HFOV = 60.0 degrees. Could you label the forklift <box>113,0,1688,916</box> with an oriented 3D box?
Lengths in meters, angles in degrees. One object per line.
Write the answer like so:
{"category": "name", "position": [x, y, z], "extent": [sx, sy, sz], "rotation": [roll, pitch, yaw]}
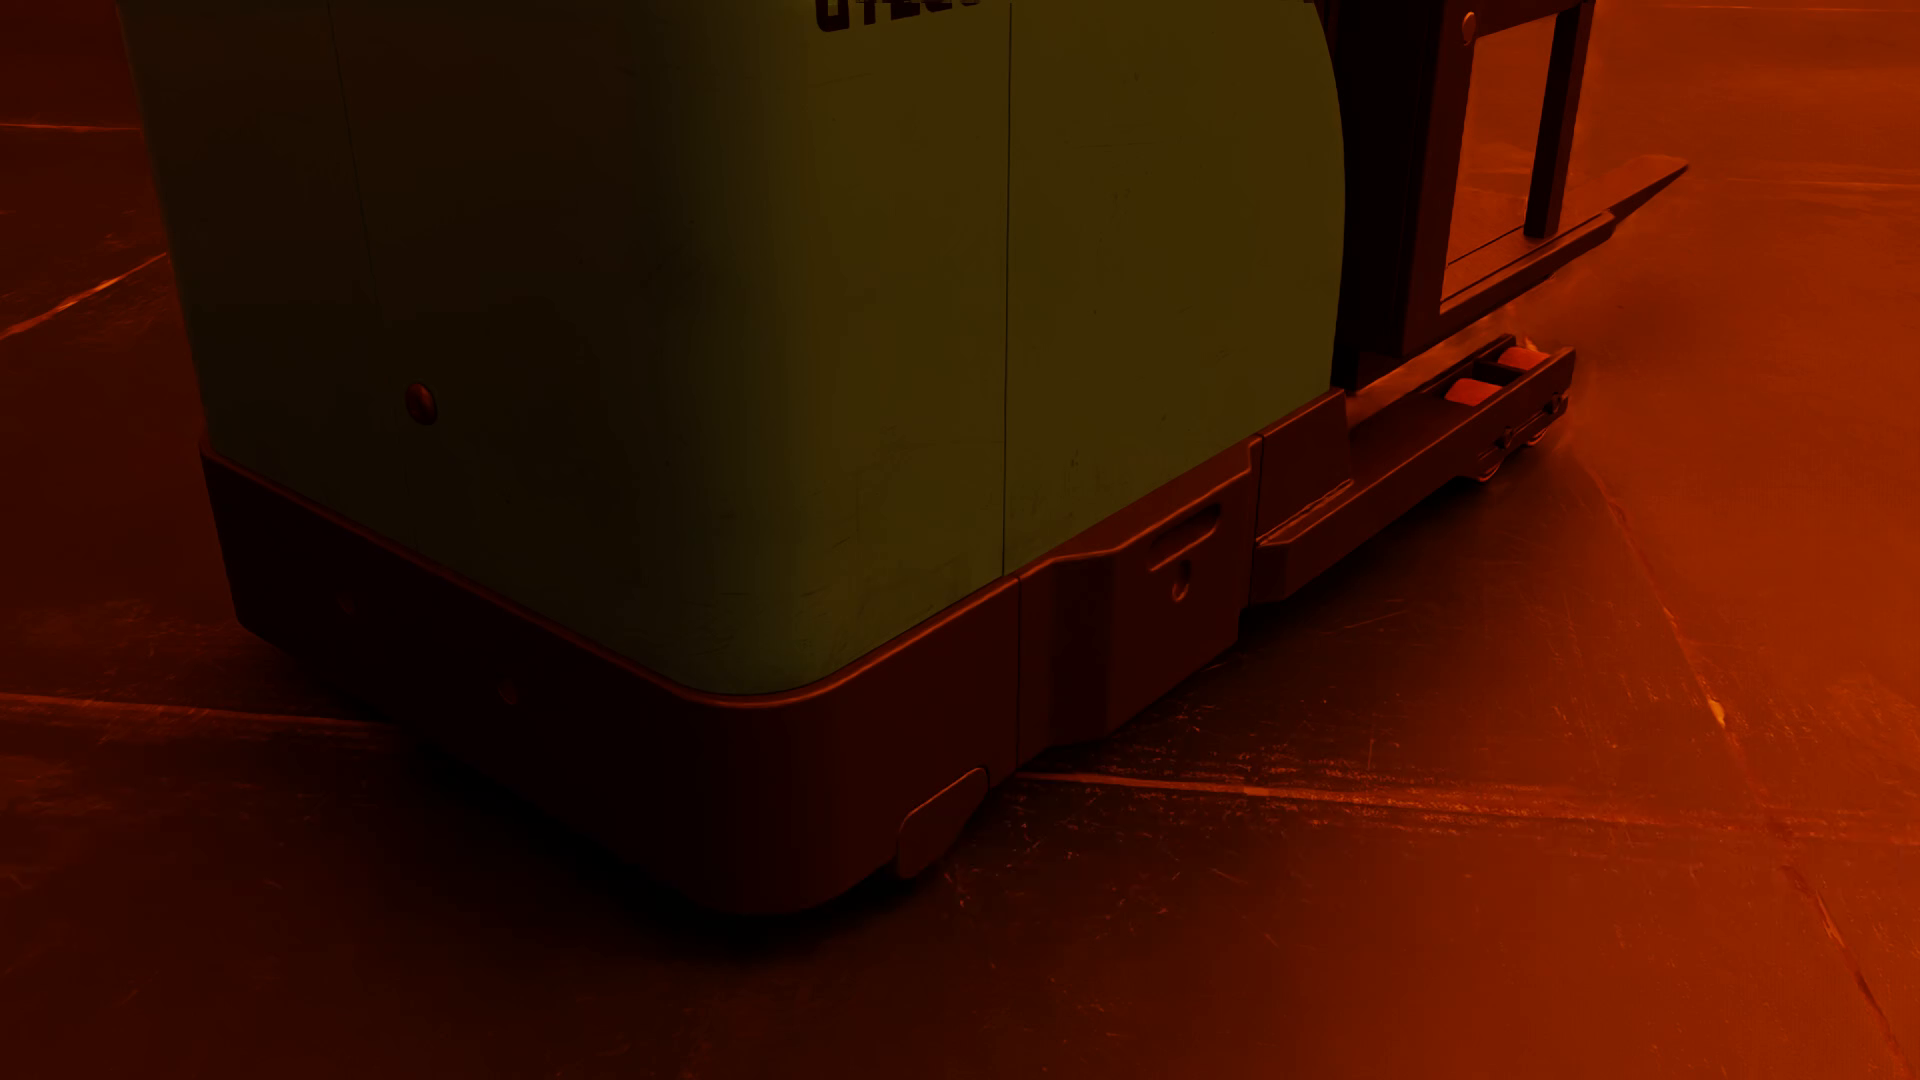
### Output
{"category": "forklift", "position": [0.387, -1.532, 2.288], "extent": [1.130, 2.935, 3.031], "rotation": [20, 33, 35]}
